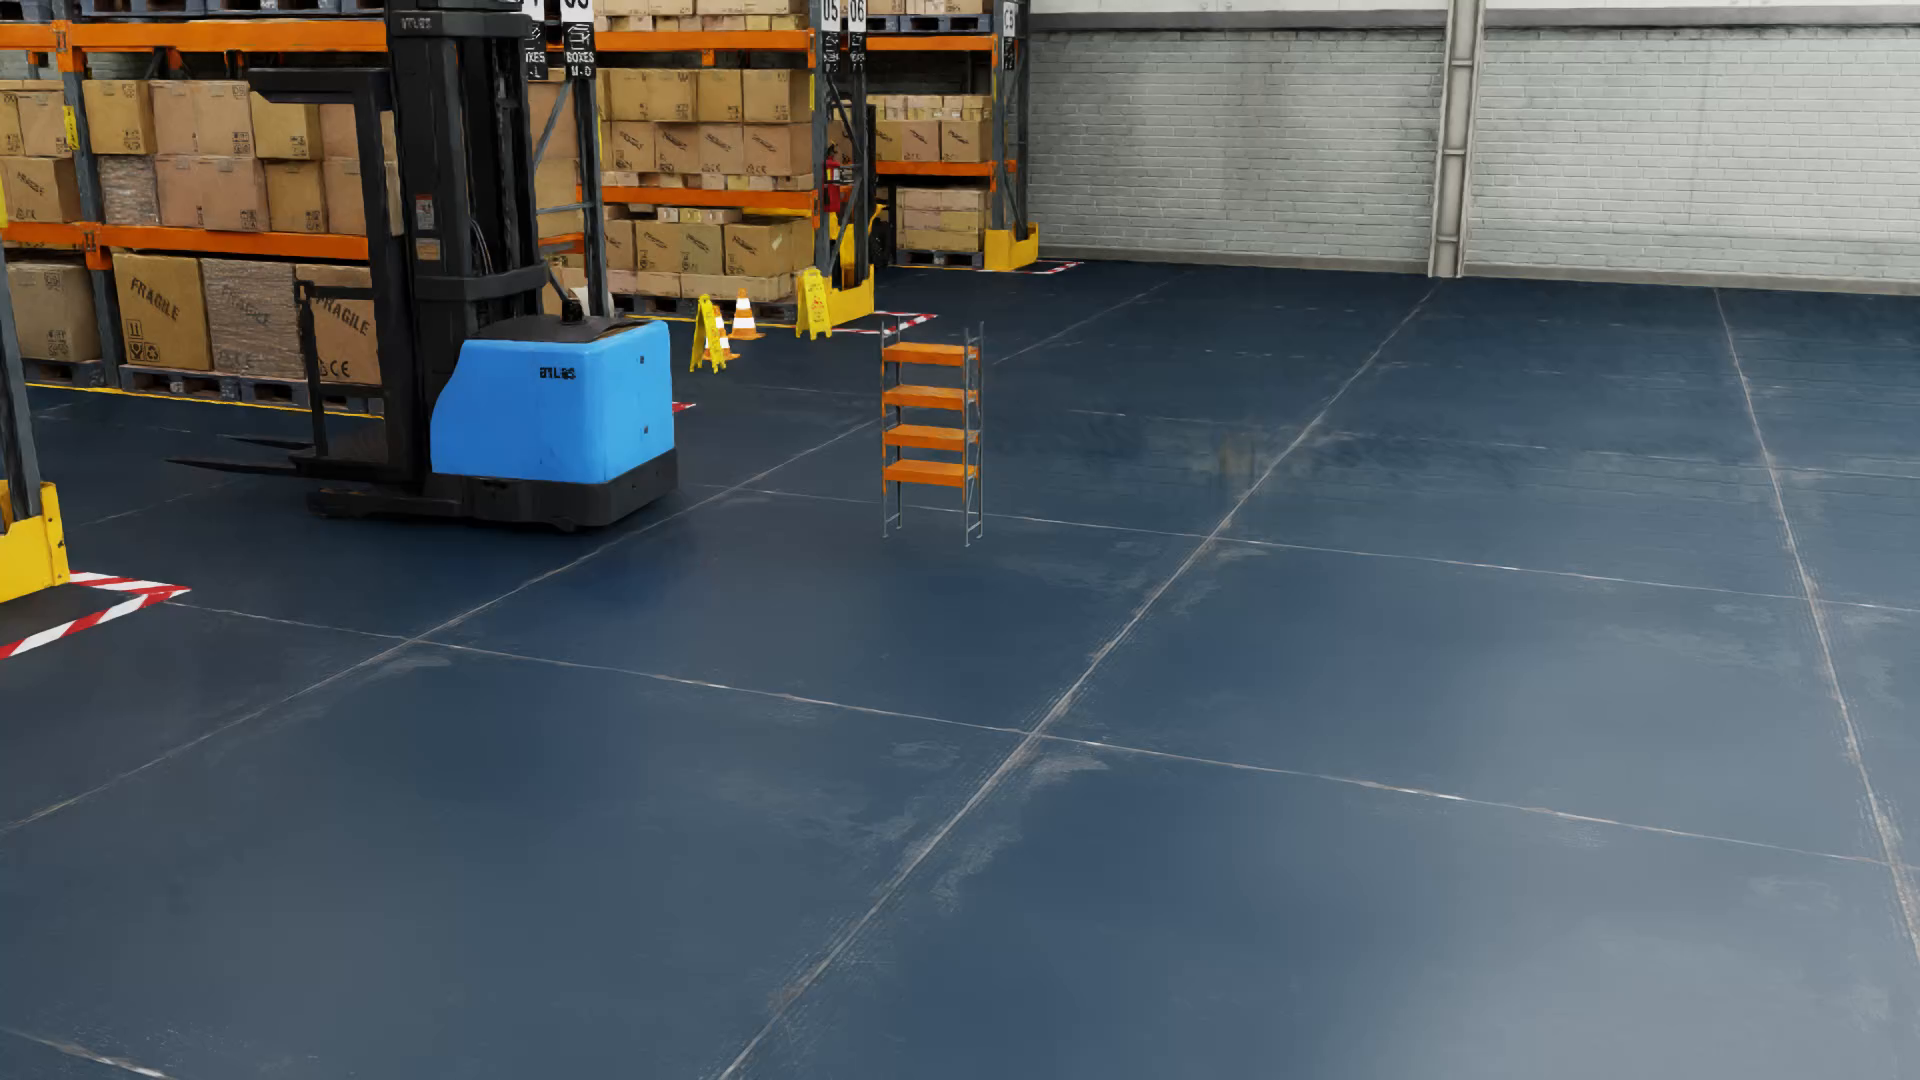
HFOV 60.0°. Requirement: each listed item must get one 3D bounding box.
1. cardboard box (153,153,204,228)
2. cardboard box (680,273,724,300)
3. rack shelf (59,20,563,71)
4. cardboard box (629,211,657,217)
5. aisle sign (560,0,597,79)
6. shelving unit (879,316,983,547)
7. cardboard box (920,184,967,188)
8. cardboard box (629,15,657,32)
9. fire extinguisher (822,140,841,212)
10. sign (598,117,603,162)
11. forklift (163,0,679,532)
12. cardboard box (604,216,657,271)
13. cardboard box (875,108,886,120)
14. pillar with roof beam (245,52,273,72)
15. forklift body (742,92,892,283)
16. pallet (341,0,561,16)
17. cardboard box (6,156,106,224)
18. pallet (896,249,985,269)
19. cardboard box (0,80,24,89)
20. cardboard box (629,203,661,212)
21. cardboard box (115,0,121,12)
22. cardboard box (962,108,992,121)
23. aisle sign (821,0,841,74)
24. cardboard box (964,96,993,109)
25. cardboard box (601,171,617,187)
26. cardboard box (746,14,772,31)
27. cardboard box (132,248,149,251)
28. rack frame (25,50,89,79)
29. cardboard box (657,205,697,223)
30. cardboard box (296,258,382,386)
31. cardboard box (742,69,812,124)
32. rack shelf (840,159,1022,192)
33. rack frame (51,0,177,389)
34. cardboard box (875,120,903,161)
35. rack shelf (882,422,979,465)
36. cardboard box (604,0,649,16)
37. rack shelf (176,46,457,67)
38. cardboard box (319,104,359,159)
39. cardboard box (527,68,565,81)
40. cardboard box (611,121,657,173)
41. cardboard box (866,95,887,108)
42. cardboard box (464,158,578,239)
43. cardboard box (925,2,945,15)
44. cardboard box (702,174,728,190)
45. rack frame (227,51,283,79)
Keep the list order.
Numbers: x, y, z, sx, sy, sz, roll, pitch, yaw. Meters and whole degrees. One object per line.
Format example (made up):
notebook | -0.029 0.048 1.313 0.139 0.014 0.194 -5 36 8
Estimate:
cardboard box | -5.754 -2.772 13.073 0.550 0.550 0.875 6 17 21
cardboard box | -2.508 -2.619 16.994 0.500 0.250 0.500 6 17 21
rack shelf | -4.761 -3.675 12.364 4.000 0.370 1.077 6 17 21
cardboard box | -3.302 -3.226 17.739 0.500 0.500 0.500 7 18 24
aisle sign | -2.725 -3.695 11.858 0.004 0.787 0.394 6 17 21
shelving unit | -0.154 -0.593 9.065 0.503 1.200 0.258 6 17 21
cardboard box | -0.205 -4.467 21.567 0.500 0.250 0.500 6 17 21
cardboard box | -3.058 -5.099 16.429 0.250 0.149 0.380 6 17 20
fire extinguisher | -1.241 -3.502 15.994 0.183 0.674 0.296 6 17 21
sign | -2.692 -2.973 12.339 0.005 0.325 0.100 6 17 21
forklift | -3.275 -1.659 9.633 3.031 2.935 1.130 4 17 15
cardboard box | -3.466 -3.085 17.253 0.500 0.500 0.500 7 18 24
cardboard box | -0.988 -5.405 21.068 0.250 0.149 0.380 6 17 21
pillar with roof beam | -12.420 -8.255 21.467 0.400 9.000 9.100 6 17 21
forklift body | -1.794 -4.271 20.027 1.214 2.155 2.313 6 17 21
pallet | -3.595 -3.847 11.823 1.213 0.211 1.003 6 17 21
cardboard box | -7.205 -2.817 13.318 0.500 0.500 0.500 6 17 20
pallet | -0.088 -3.686 21.491 1.213 0.211 1.003 6 17 21
cardboard box | -11.089 -5.209 19.765 0.500 0.500 0.500 6 17 19
cardboard box | -4.290 -4.560 23.007 0.625 0.625 0.875 6 17 20
cardboard box | -9.611 -6.230 18.942 0.500 0.500 0.700 5 17 18
cardboard box | 0.214 -5.280 20.638 0.250 0.149 0.380 7 17 21
aisle sign | -1.227 -4.837 15.791 0.004 0.787 0.394 6 17 21
cardboard box | 0.229 -5.442 20.663 0.250 0.149 0.380 6 17 21
cardboard box | -3.538 -3.710 17.023 0.250 0.149 0.380 6 17 21
cardboard box | -1.857 -4.971 15.986 0.250 0.149 0.380 6 17 21
cardboard box | -9.233 -3.762 19.809 0.875 0.875 0.875 6 17 20
rack frame | -14.245 -6.594 26.508 0.127 3.000 1.000 6 17 21
cardboard box | -2.863 -3.311 16.869 0.250 0.149 0.380 7 18 23
cardboard box | -4.375 -1.699 12.703 0.875 0.875 0.875 6 17 20
cardboard box | -1.734 -4.337 16.225 0.500 0.500 0.700 6 17 19
rack shelf | -1.221 -4.817 21.676 4.000 0.370 1.077 6 17 21
rack frame | -6.622 -2.785 13.386 0.127 3.000 1.000 6 17 21
cardboard box | -0.871 -5.096 21.167 0.500 0.500 0.500 6 17 20
rack shelf | -0.154 -0.529 9.083 0.480 0.148 0.258 6 17 21
cardboard box | -3.176 -5.318 16.468 0.500 0.250 0.500 6 17 21
rack shelf | -6.760 -5.379 18.231 4.000 0.370 1.077 6 17 21
cardboard box | -4.248 -3.139 12.401 0.550 0.550 0.875 6 17 21
cardboard box | -4.103 -4.591 17.101 0.500 0.500 0.700 6 17 21
cardboard box | -3.177 -4.006 16.880 0.500 0.500 0.500 6 17 21
cardboard box | -0.995 -5.547 21.023 0.250 0.149 0.380 7 17 22
cardboard box | -3.263 -2.474 12.046 0.550 0.550 0.875 6 17 21
cardboard box | -0.243 -6.533 20.436 0.250 0.149 0.380 6 17 19
cardboard box | -2.363 -3.579 16.574 0.250 0.149 0.380 7 17 22
rack frame | -10.524 -6.185 25.099 0.127 3.000 1.000 6 17 21
